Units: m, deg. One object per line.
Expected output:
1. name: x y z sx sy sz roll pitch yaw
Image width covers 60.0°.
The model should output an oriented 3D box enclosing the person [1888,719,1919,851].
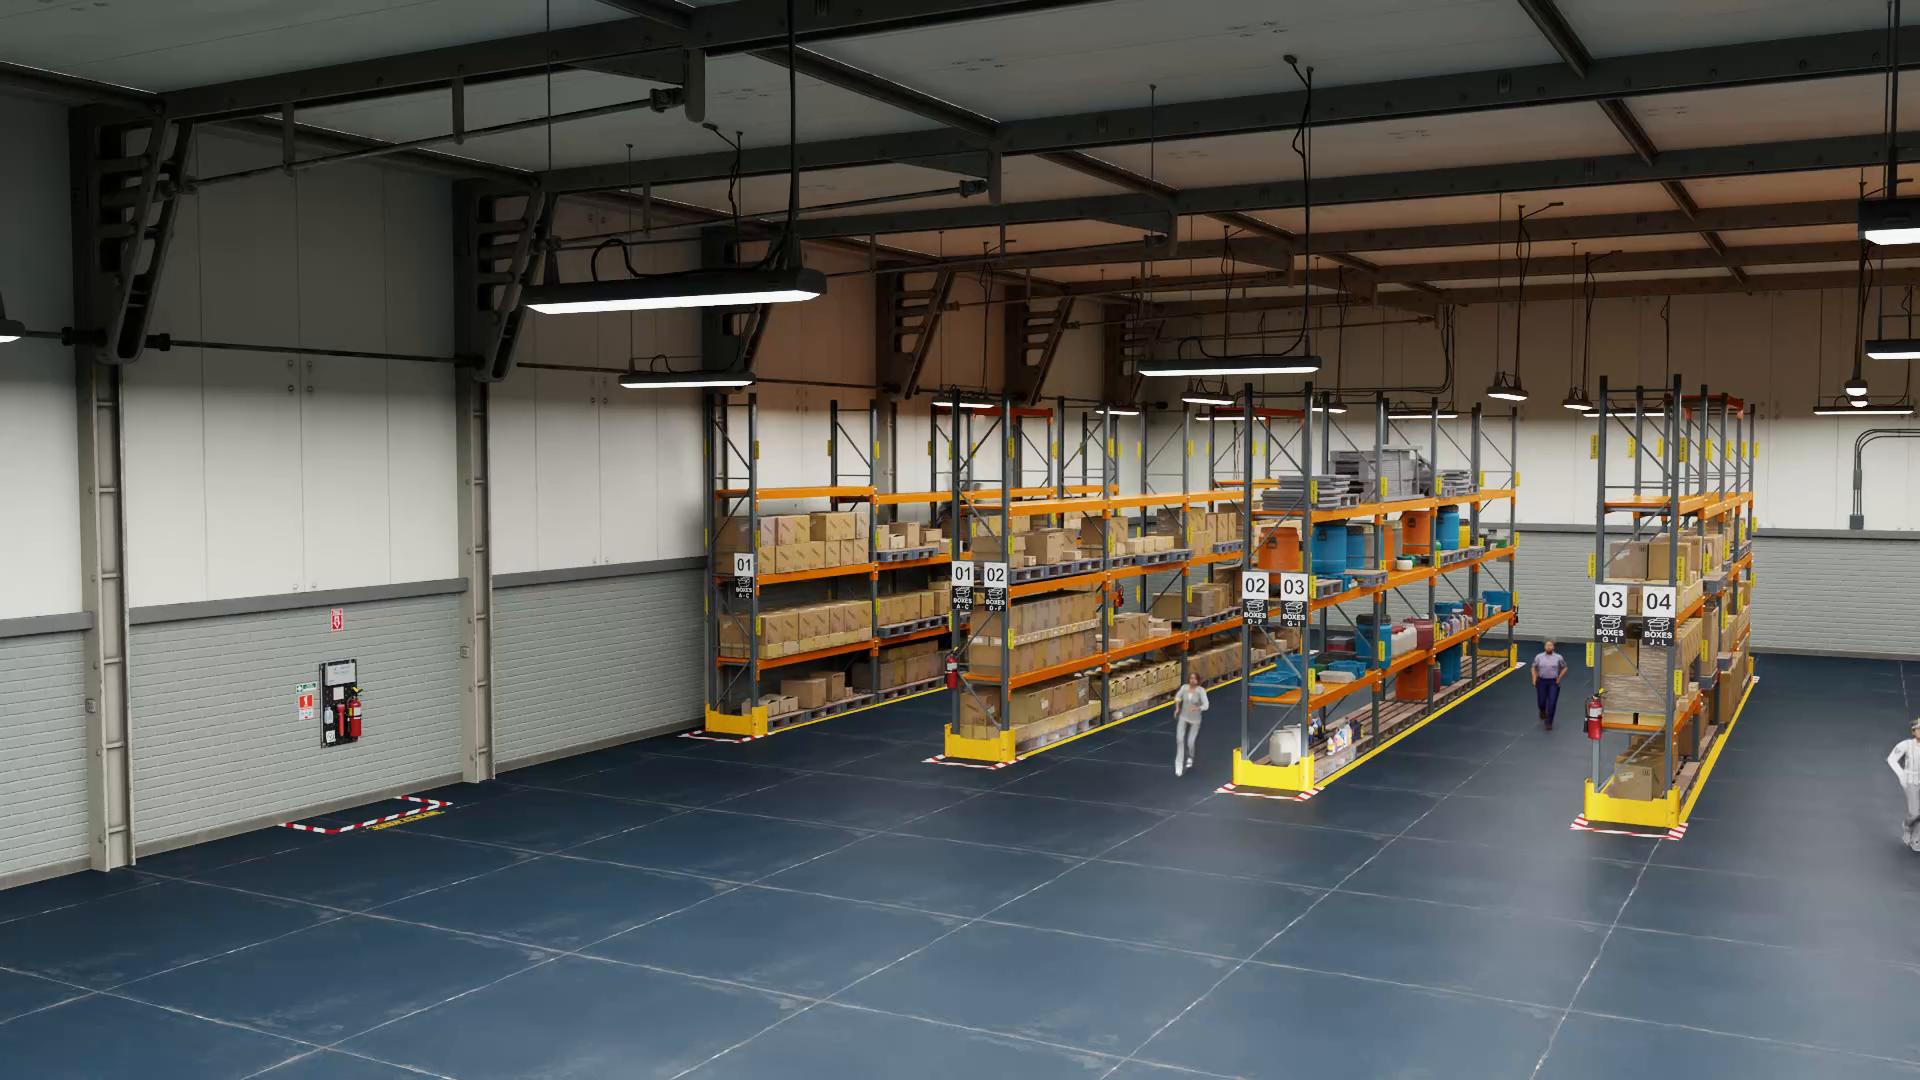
1. person: 11.976 3.055 20.754 0.637 1.657 0.540 1 3 14

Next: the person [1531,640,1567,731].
1. person: 10.602 2.638 29.934 0.614 1.530 0.575 1 3 22

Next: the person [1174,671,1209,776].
1. person: 3.595 2.837 25.809 0.551 1.640 0.736 1 3 17

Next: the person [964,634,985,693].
1. person: 0.322 2.533 30.629 0.578 1.675 0.992 1 3 17
